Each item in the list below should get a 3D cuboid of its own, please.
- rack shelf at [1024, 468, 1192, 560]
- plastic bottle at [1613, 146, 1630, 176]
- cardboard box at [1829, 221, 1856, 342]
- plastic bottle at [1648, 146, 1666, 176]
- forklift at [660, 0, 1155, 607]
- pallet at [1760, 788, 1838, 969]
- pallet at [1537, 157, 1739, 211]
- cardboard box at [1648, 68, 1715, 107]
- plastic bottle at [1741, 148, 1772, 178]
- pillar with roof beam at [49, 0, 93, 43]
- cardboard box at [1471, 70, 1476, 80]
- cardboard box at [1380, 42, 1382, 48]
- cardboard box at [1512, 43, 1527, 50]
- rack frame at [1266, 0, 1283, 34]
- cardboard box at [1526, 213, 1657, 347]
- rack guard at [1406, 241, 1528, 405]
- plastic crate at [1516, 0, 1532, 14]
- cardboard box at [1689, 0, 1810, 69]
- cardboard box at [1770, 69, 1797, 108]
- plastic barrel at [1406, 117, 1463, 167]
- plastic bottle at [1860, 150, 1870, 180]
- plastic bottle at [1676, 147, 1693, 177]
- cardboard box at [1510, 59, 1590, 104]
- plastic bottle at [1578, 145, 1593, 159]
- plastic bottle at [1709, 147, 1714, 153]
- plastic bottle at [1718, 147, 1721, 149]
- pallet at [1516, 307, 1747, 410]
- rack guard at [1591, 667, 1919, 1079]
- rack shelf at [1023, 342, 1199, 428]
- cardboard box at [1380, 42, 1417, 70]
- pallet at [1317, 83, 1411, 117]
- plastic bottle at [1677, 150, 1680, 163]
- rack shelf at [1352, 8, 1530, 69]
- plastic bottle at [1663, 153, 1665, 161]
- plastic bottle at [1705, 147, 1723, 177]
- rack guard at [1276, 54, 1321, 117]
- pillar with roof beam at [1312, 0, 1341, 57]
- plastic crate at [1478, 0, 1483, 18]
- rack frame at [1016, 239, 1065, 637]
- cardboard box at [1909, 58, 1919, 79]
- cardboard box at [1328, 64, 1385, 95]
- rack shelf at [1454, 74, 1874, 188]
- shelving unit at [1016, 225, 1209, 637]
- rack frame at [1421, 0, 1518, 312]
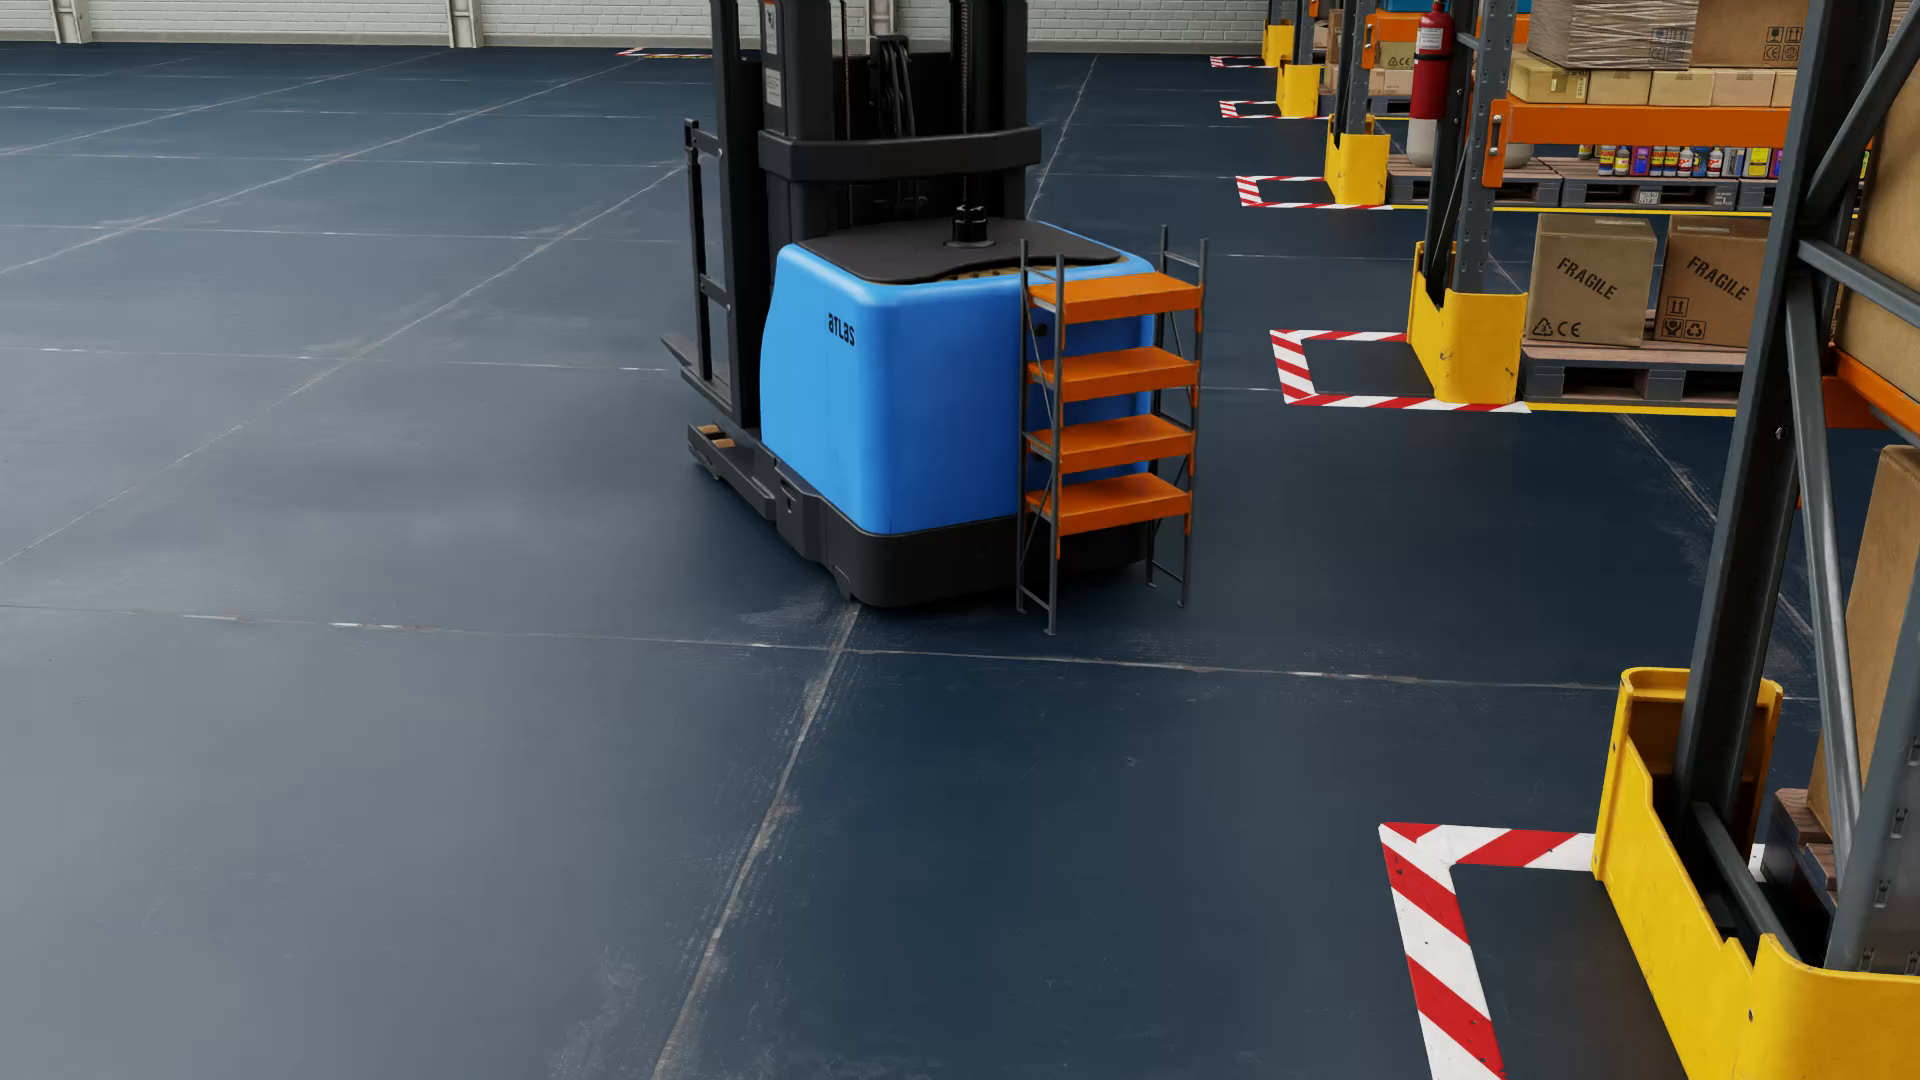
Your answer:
[{"bbox_3d":[0.460,-0.087,5.252,0.480,0.148,0.258,-10,24,-24],"label":"rack shelf"},{"bbox_3d":[4.774,-2.739,11.995,0.097,0.201,0.097,0,22,0],"label":"plastic bottle"},{"bbox_3d":[4.159,-1.176,7.663,0.500,0.500,0.500,5,22,11],"label":"cardboard box"},{"bbox_3d":[5.011,-2.761,11.955,0.097,0.271,0.097,0,22,0],"label":"plastic bottle"},{"bbox_3d":[-0.444,-1.657,6.145,1.130,2.935,3.031,-10,24,-23],"label":"forklift"},{"bbox_3d":[2.443,0.886,3.412,1.213,0.211,1.003,2,22,6],"label":"pallet"},{"bbox_3d":[5.002,-2.658,12.377,1.213,0.211,1.003,2,22,6],"label":"pallet"},{"bbox_3d":[3.072,-1.973,7.193,0.250,0.149,0.380,2,22,6],"label":"cardboard box"},{"bbox_3d":[5.694,-2.777,11.887,0.185,0.351,0.144,2,22,6],"label":"plastic bottle"},{"bbox_3d":[-13.512,-9.932,18.821,0.400,9.000,9.100,2,22,6],"label":"pillar with roof beam"},{"bbox_3d":[4.993,-4.610,16.690,0.500,0.250,0.500,2,22,6],"label":"cardboard box"},{"bbox_3d":[5.316,-6.516,21.400,0.500,0.311,0.500,4,22,11],"label":"cardboard box"},{"bbox_3d":[5.489,-4.935,16.492,0.500,0.500,0.500,2,22,6],"label":"cardboard box"},{"bbox_3d":[4.073,-7.649,21.208,0.127,3.000,1.000,2,22,6],"label":"rack frame"},{"bbox_3d":[2.942,-1.223,7.783,0.500,0.500,0.500,7,23,16],"label":"cardboard box"},{"bbox_3d":[2.400,-1.058,7.936,0.348,0.500,1.175,2,22,6],"label":"rack guard"},{"bbox_3d":[4.083,-4.020,12.231,0.408,0.251,0.499,2,22,6],"label":"plastic crate"},{"bbox_3d":[3.378,-2.397,7.382,0.500,0.500,0.875,2,22,6],"label":"cardboard box"},{"bbox_3d":[3.570,-1.957,7.151,0.250,0.149,0.380,2,22,6],"label":"cardboard box"},{"bbox_3d":[3.570,-3.070,12.437,0.421,0.512,0.421,0,22,0],"label":"plastic barrel"},{"bbox_3d":[6.363,-2.701,11.787,0.133,0.283,0.061,4,22,9],"label":"plastic bottle"},{"bbox_3d":[5.209,-2.720,11.947,0.097,0.201,0.097,0,22,0],"label":"plastic bottle"},{"bbox_3d":[2.579,-2.007,7.279,0.250,0.149,0.380,2,22,6],"label":"cardboard box"},{"bbox_3d":[4.782,-3.016,12.696,0.097,0.201,0.097,0,22,0],"label":"plastic bottle"},{"bbox_3d":[5.661,-2.978,12.599,0.097,0.201,0.097,0,22,0],"label":"plastic bottle"},{"bbox_3d":[5.545,-2.793,12.020,0.133,0.283,0.061,2,22,6],"label":"plastic bottle"},{"bbox_3d":[3.202,-0.875,7.867,1.213,0.211,1.003,2,22,6],"label":"pallet"},{"bbox_3d":[1.616,0.744,3.377,0.348,0.500,1.175,2,22,6],"label":"rack guard"},{"bbox_3d":[0.460,-0.480,5.097,0.480,0.148,0.258,-10,24,-24],"label":"rack shelf"},{"bbox_3d":[4.497,-4.980,16.606,0.500,0.500,0.500,2,22,6],"label":"cardboard box"},{"bbox_3d":[4.258,-4.526,17.100,1.213,0.211,1.003,2,22,6],"label":"pallet"},{"bbox_3d":[5.361,-2.937,12.497,0.097,0.201,0.097,0,22,0],"label":"plastic bottle"},{"bbox_3d":[4.893,-3.611,11.972,4.000,0.370,1.077,2,22,6],"label":"rack shelf"},{"bbox_3d":[5.332,-3.053,12.586,0.185,0.351,0.144,3,22,9],"label":"plastic bottle"},{"bbox_3d":[5.413,-2.711,11.924,0.097,0.201,0.097,0,22,0],"label":"plastic bottle"},{"bbox_3d":[3.470,-4.679,17.095,0.348,0.500,1.175,2,22,6],"label":"rack guard"},{"bbox_3d":[4.363,-9.153,16.851,0.400,9.000,9.100,2,22,6],"label":"pillar with roof beam"},{"bbox_3d":[3.758,-3.753,11.712,0.250,0.136,0.298,2,22,6],"label":"plastic crate"},{"bbox_3d":[0.240,-0.296,5.056,0.015,1.200,0.240,-10,24,-24],"label":"rack frame"},{"bbox_3d":[2.004,-0.959,2.612,0.550,0.550,0.875,2,22,6],"label":"cardboard box"},{"bbox_3d":[4.000,-4.652,16.797,0.500,0.250,0.500,2,22,6],"label":"cardboard box"},{"bbox_3d":[4.310,-1.803,7.398,4.000,0.370,1.077,2,22,6],"label":"rack shelf"},{"bbox_3d":[0.460,-0.335,5.154,0.503,1.200,0.258,-10,24,-24],"label":"shelving unit"},{"bbox_3d":[2.324,-2.224,7.484,0.127,3.000,1.000,2,22,6],"label":"rack frame"}]
